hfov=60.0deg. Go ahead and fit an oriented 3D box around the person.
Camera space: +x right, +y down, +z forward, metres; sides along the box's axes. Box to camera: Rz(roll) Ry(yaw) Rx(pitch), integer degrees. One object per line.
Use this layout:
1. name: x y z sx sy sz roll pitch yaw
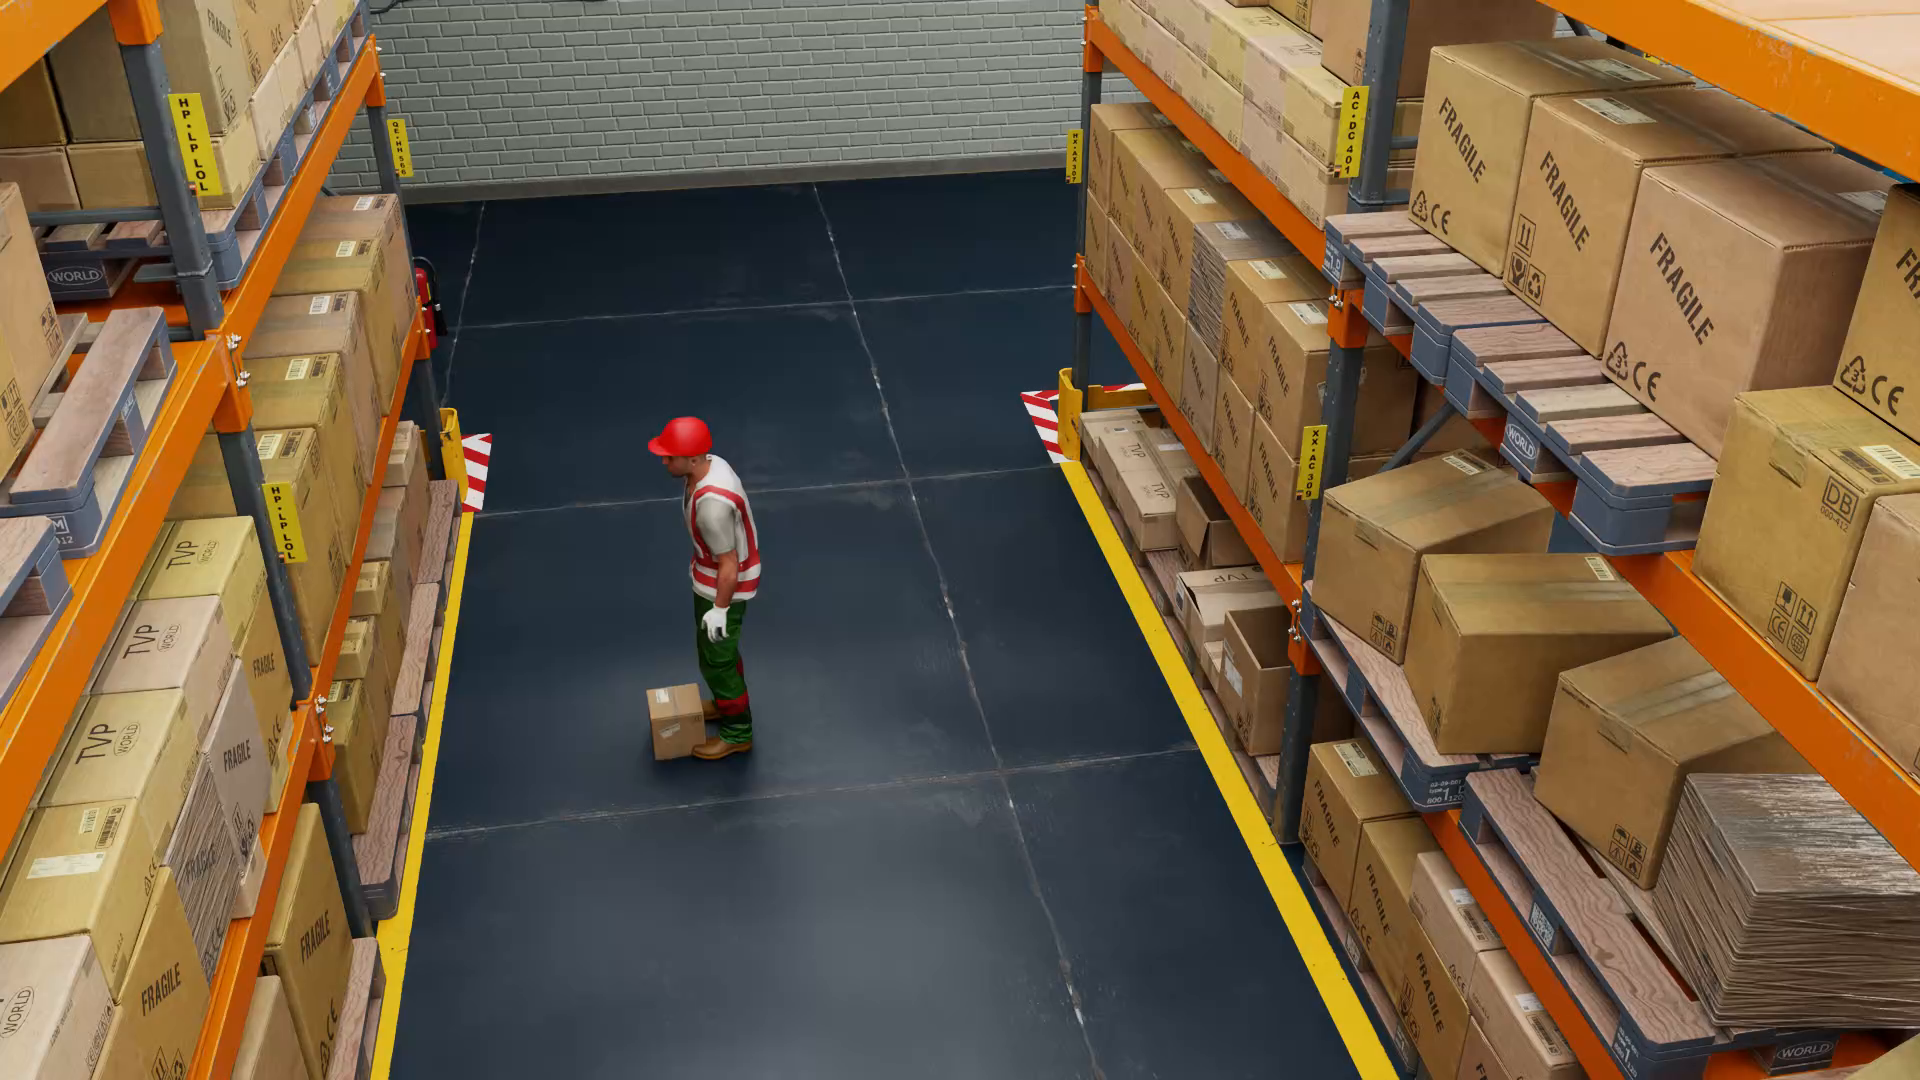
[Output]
1. person: -1.159 0.212 7.765 0.452 1.777 0.610 -7 31 -12
